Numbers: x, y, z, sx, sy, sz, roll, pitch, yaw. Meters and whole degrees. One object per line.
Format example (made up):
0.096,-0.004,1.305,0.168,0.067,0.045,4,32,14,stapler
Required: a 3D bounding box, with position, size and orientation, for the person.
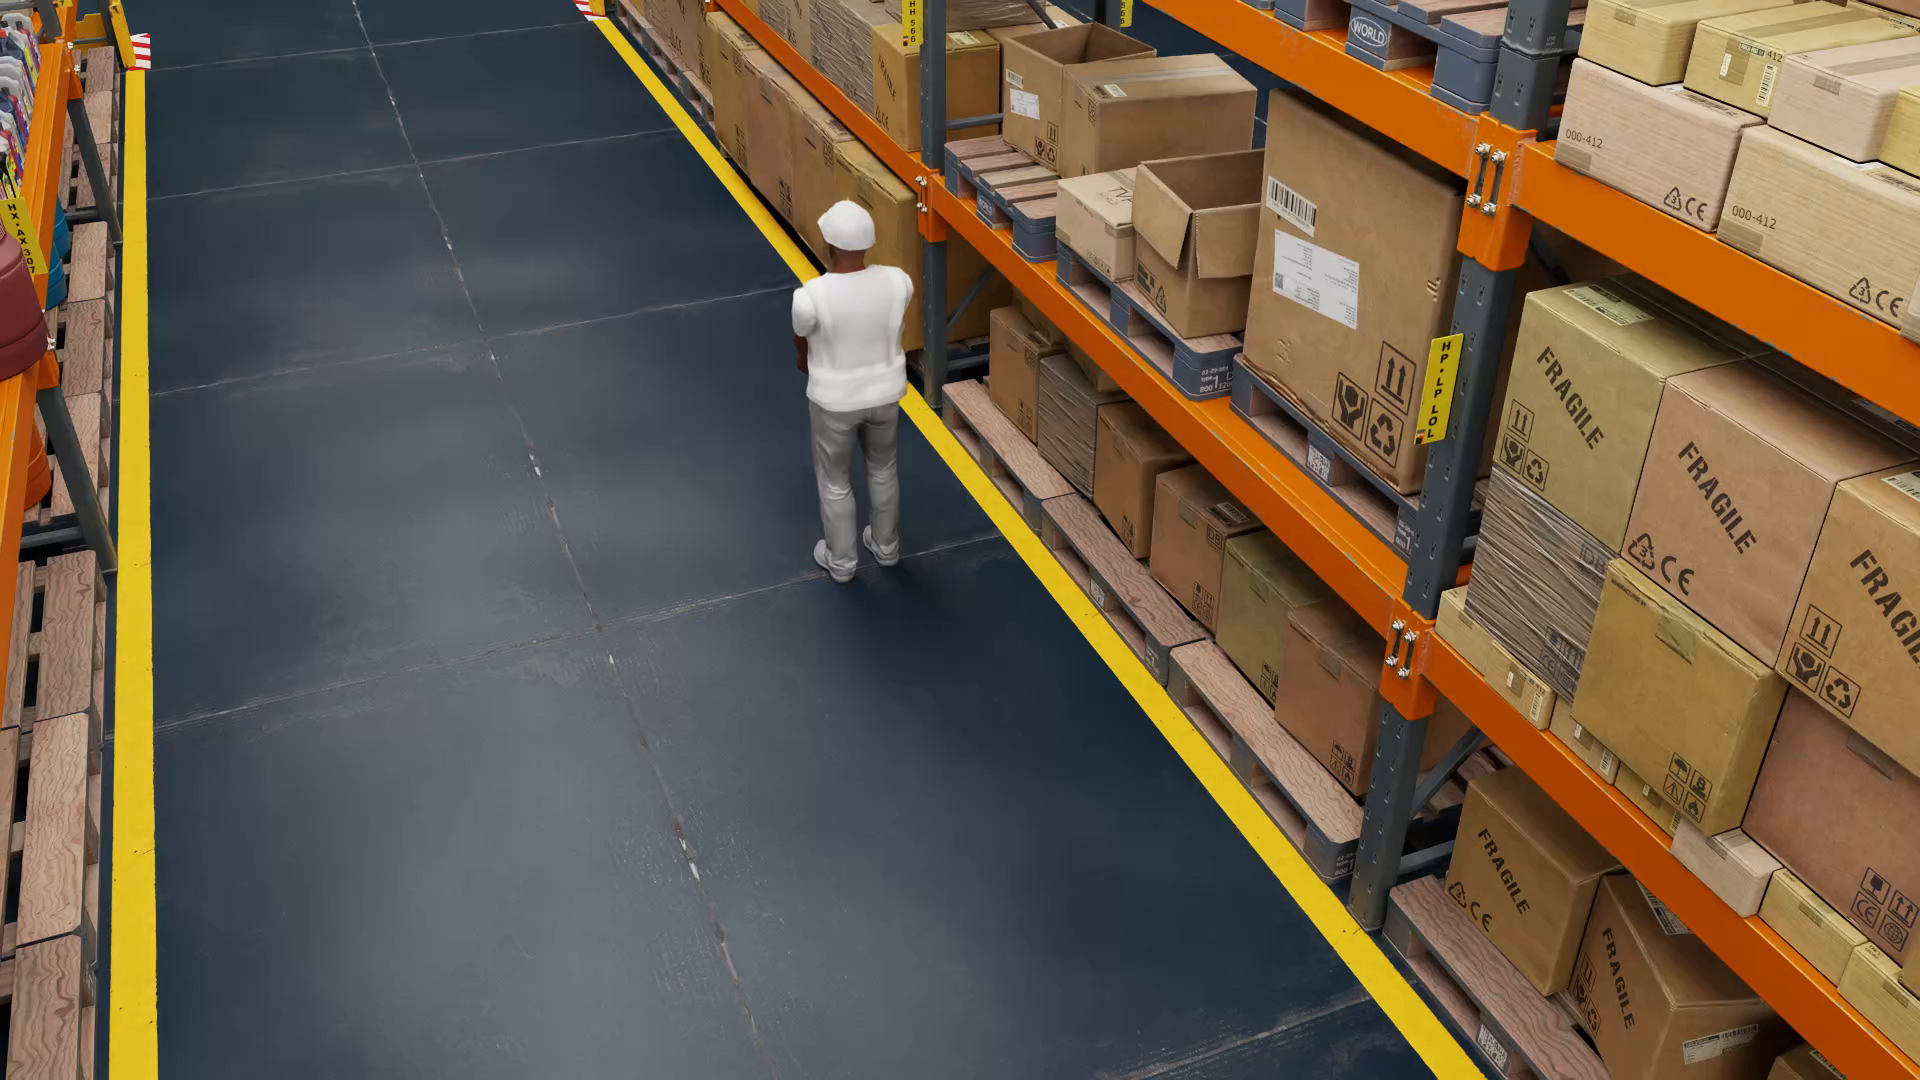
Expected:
-0.486,-0.665,7.136,0.504,1.761,0.572,-12,35,-18,person
